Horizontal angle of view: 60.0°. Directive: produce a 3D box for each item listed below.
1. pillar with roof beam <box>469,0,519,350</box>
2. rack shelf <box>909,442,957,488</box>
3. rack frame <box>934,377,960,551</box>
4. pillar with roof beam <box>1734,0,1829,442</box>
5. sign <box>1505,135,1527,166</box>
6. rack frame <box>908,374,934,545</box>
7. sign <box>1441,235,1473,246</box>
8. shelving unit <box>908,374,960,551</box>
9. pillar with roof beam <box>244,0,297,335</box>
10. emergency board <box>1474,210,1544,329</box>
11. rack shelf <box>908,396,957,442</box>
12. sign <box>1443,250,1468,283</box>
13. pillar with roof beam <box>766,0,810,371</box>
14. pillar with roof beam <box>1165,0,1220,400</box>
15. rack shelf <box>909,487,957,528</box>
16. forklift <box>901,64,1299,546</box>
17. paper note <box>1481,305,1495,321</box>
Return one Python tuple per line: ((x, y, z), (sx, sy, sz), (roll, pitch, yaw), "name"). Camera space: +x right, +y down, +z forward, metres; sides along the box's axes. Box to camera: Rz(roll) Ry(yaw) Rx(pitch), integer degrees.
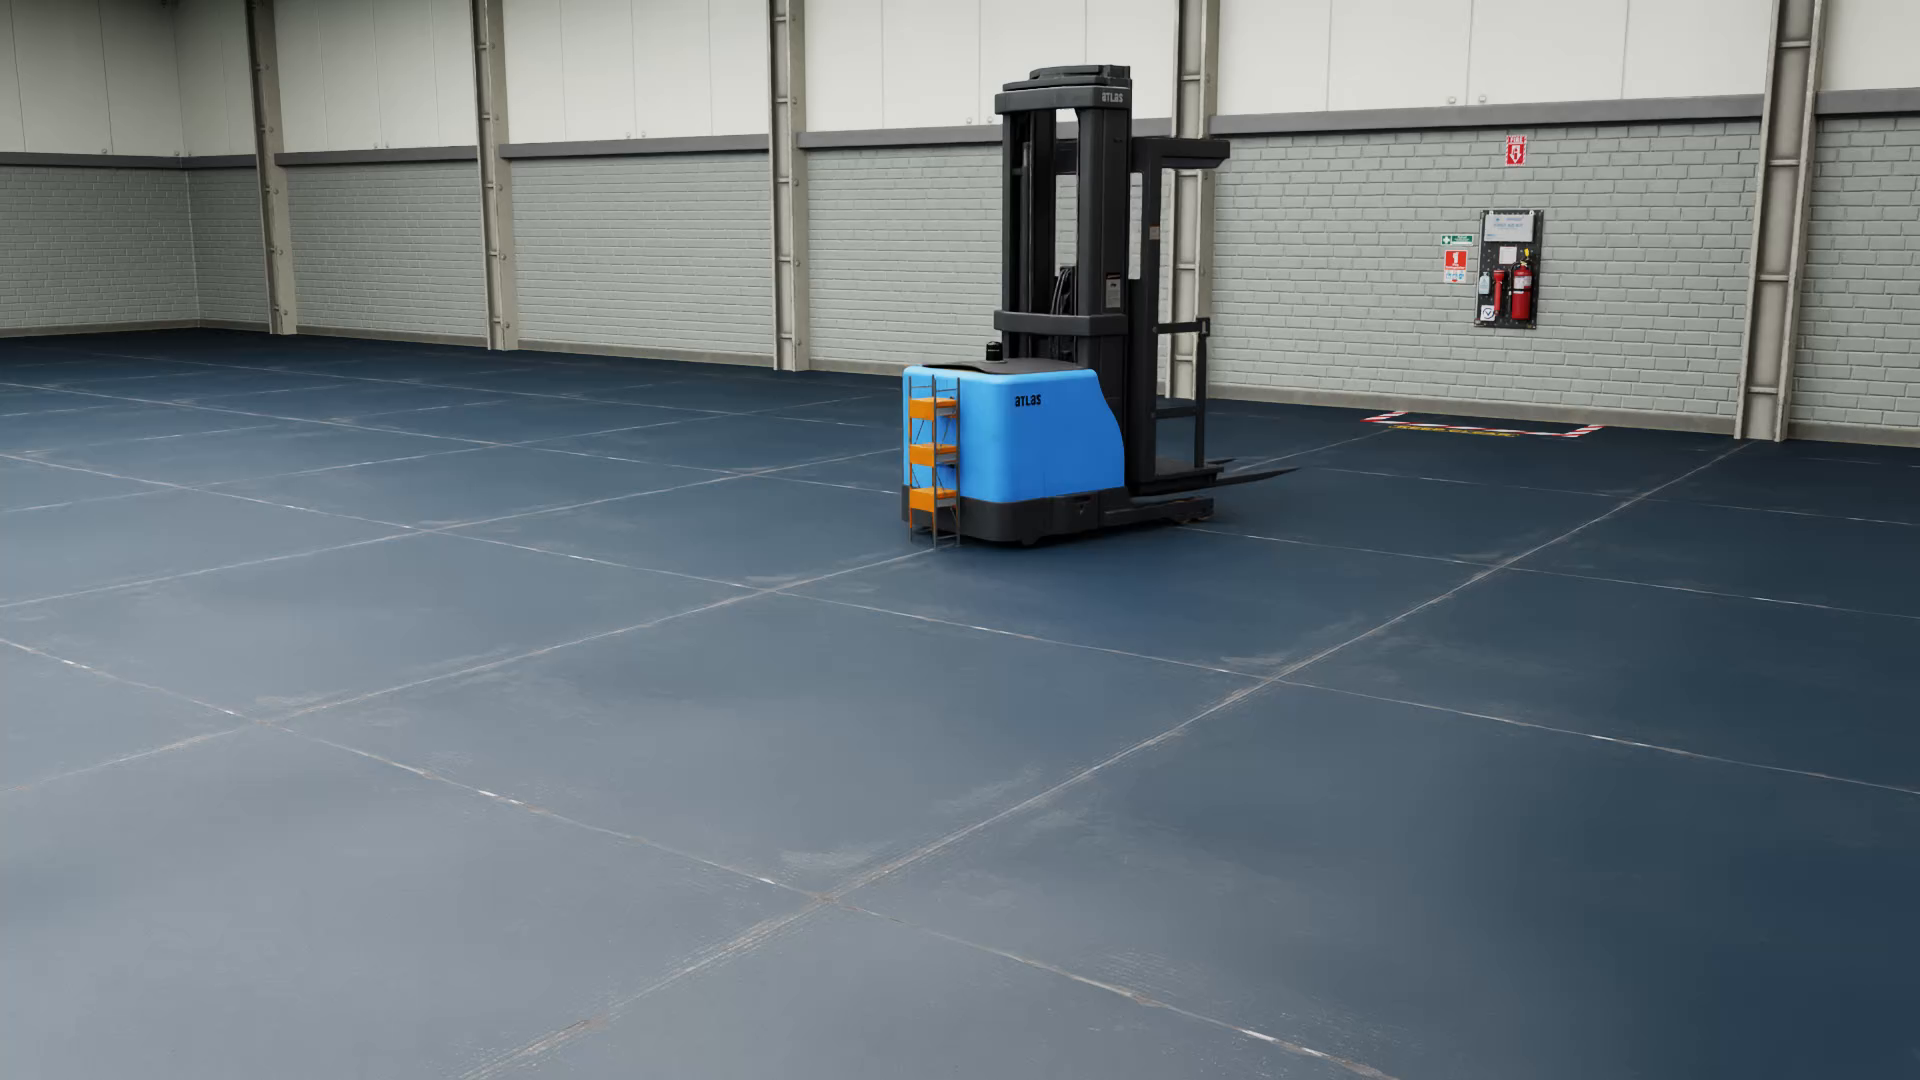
((-9.642, -6.725, 21.600), (0.400, 9.000, 9.100), (8, 13, 36), "pillar with roof beam")
((-0.158, -0.470, 10.253), (0.215, 0.259, 0.240), (-9, 14, -39), "rack shelf")
((-0.079, -0.463, 10.160), (0.200, 1.050, 0.008), (-9, 14, -39), "rack frame")
((4.866, -4.701, 11.140), (0.400, 9.000, 9.100), (8, 13, 36), "pillar with roof beam")
((5.497, -3.853, 16.446), (0.199, 0.298, 0.001), (8, 13, 36), "sign")
((-0.237, -0.499, 10.343), (0.200, 1.050, 0.008), (-9, 14, -39), "rack frame")
((5.058, -3.053, 16.922), (0.331, 0.109, 0.001), (8, 13, 36), "sign")
((-0.158, -0.481, 10.251), (0.215, 1.050, 0.252), (-9, 14, -39), "shelving unit")
((-14.478, -7.400, 25.087), (0.400, 9.000, 9.100), (8, 13, 36), "pillar with roof beam")
((5.445, -2.699, 16.583), (0.643, 1.169, 0.194), (8, 13, 36), "emergency board")
((-0.158, -0.749, 10.199), (0.215, 0.259, 0.240), (-9, 14, -39), "rack shelf")
((5.060, -2.794, 16.982), (0.234, 0.329, 0.001), (8, 13, 36), "sign")
((-4.806, -6.051, 18.113), (0.400, 9.000, 9.100), (8, 13, 36), "pillar with roof beam")
((0.030, -5.376, 14.627), (0.400, 9.000, 9.100), (8, 13, 36), "pillar with roof beam")
((-0.158, -0.198, 10.306), (0.215, 0.259, 0.240), (-9, 14, -39), "rack shelf")
((1.079, -1.608, 11.122), (3.031, 2.935, 1.130), (-9, 14, -39), "forklift")
((5.343, -2.297, 16.824), (0.142, 0.148, 0.016), (8, 13, 36), "paper note")
